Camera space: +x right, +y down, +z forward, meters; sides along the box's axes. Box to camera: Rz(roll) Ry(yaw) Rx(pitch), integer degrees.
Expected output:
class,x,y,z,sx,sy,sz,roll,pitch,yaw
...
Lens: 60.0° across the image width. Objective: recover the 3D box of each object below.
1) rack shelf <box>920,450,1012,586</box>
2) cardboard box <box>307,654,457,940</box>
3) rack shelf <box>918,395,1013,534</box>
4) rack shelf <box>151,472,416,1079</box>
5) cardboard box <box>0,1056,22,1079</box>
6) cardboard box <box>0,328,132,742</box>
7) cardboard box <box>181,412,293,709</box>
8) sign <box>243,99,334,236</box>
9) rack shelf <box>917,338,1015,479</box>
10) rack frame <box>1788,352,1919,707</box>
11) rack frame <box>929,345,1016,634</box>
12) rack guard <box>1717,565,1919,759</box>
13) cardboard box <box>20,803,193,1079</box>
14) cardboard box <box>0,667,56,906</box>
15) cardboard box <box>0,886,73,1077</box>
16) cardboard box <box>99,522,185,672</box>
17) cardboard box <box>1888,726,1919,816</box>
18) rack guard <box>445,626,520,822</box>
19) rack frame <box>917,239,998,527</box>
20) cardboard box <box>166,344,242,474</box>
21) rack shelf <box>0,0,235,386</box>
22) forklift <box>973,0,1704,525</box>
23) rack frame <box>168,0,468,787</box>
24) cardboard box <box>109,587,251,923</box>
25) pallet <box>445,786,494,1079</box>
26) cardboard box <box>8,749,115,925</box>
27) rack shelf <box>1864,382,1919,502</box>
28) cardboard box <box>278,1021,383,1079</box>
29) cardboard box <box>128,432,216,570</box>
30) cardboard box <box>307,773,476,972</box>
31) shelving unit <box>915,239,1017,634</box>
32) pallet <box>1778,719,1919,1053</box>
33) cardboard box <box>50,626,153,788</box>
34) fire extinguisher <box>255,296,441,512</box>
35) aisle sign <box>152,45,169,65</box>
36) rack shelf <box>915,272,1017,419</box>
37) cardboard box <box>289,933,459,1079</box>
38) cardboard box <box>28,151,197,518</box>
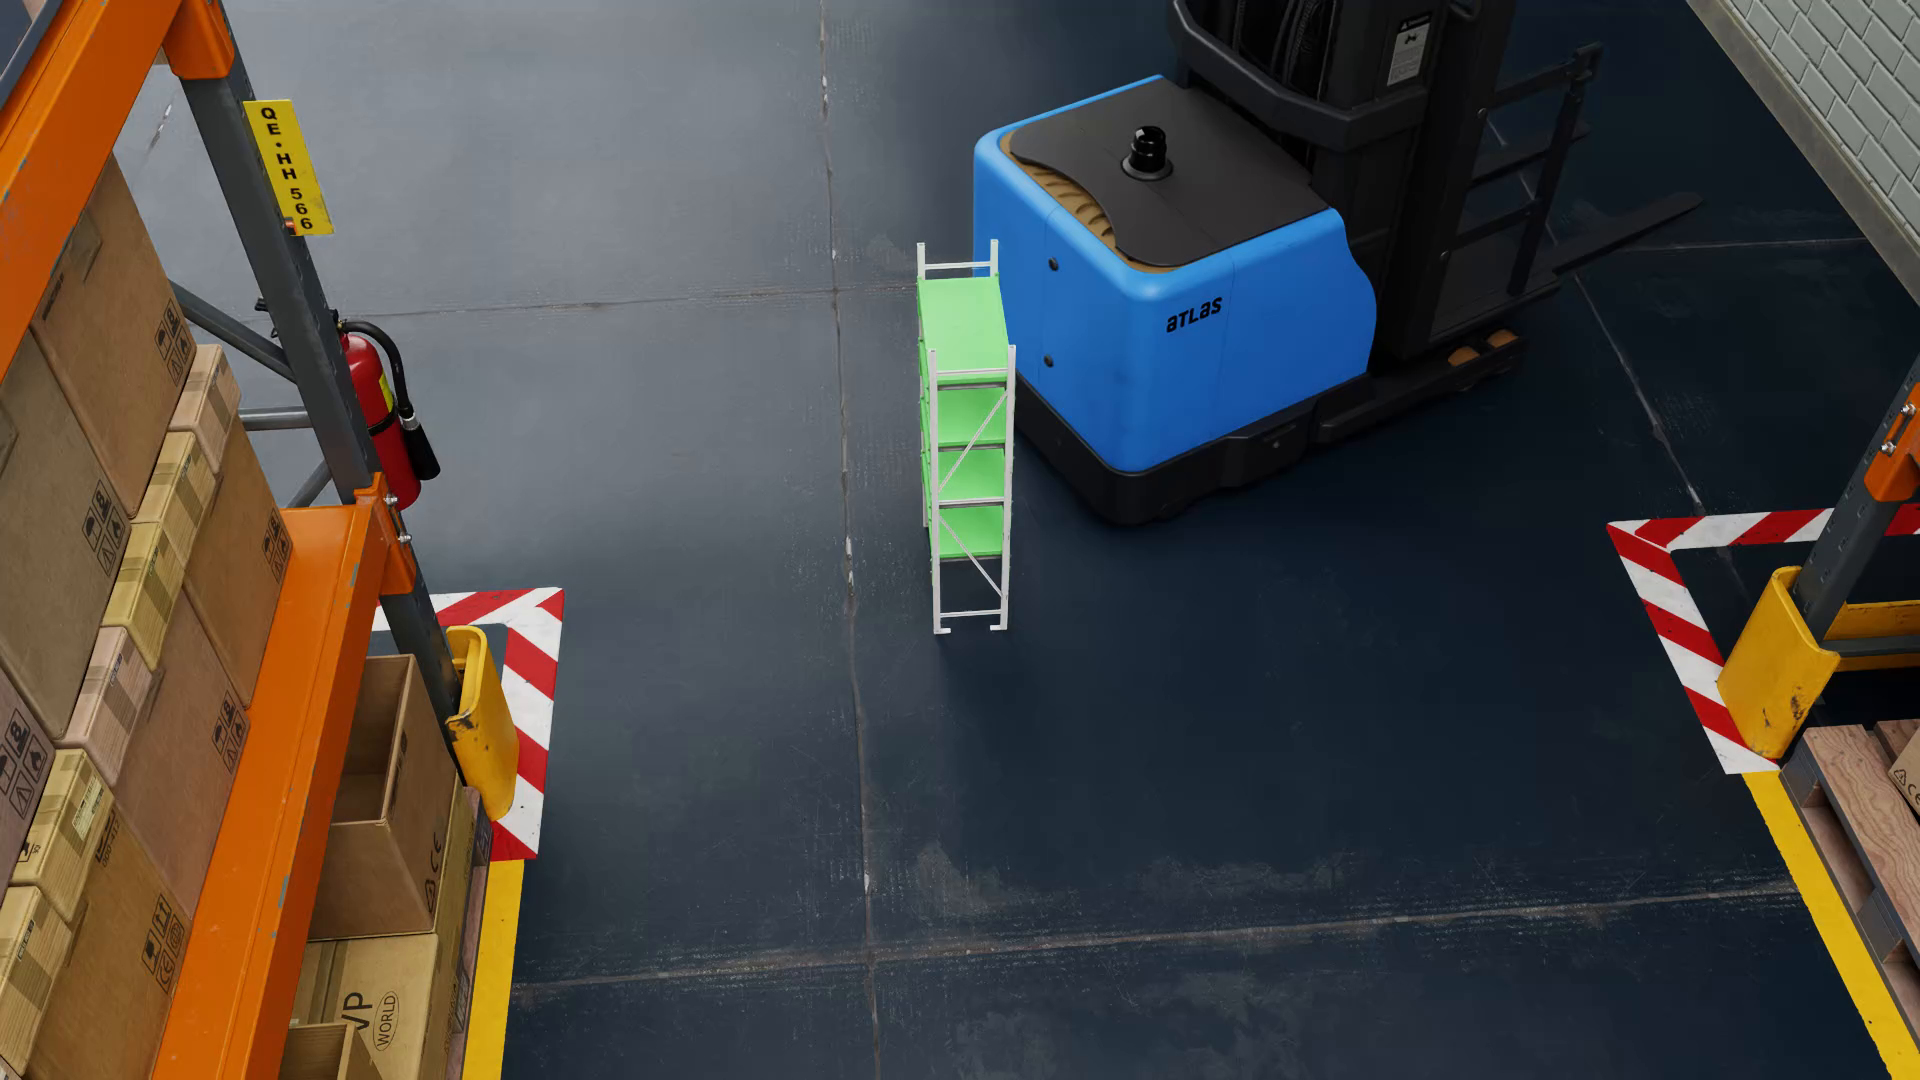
class,x,y,z,sx,sy,sz,roll,pitch,yaw
rack shelf,0.014,-0.084,5.422,0.258,0.148,0.480,-3,47,-3
cardboard box,-1.594,0.648,4.158,0.500,0.500,0.500,-3,47,-3
rack shelf,0.014,-0.249,5.247,0.258,0.148,0.480,-3,47,-3
rack shelf,-1.768,1.429,2.826,1.077,0.370,4.000,-3,47,-3
cardboard box,-1.581,0.864,2.350,0.380,0.149,0.250,-4,47,-4
cardboard box,-1.855,0.011,2.711,0.700,0.500,0.500,-5,47,-4
cardboard box,-1.909,0.039,3.578,0.700,0.500,0.500,-3,47,-3
sign,-1.393,-0.768,3.451,0.100,0.325,0.005,-3,47,-3
rack shelf,0.014,-0.414,5.073,0.258,0.148,0.480,-3,47,-3
rack frame,3.001,-0.569,4.223,1.000,3.000,0.127,-3,47,-3
rack frame,0.034,-0.116,5.034,0.240,1.200,0.015,-3,47,-3
rack guard,3.007,0.345,5.078,1.175,0.500,0.348,-3,47,-3
cardboard box,-1.824,0.778,2.878,0.700,0.500,0.500,-3,47,-3
cardboard box,-1.812,0.376,2.366,0.700,0.500,0.500,-3,47,-3
cardboard box,-1.603,0.679,2.525,0.380,0.149,0.250,-2,47,-2
cardboard box,-1.668,0.116,3.058,0.380,0.149,0.250,-4,47,-4
cardboard box,2.969,0.710,4.560,0.500,0.311,0.500,-8,47,-8
rack guard,-1.937,0.577,4.859,1.175,0.500,0.348,-3,47,-3
rack frame,-0.007,-0.469,5.368,0.240,1.200,0.015,-3,47,-3
cardboard box,-1.713,-0.258,3.413,0.380,0.149,0.250,-4,47,-4
rack shelf,-1.768,0.398,1.737,1.077,0.370,4.000,-3,47,-3
forklift,1.557,-1.875,5.507,3.031,2.935,1.130,-24,51,-21
rack frame,-1.935,-0.265,3.935,1.000,3.000,0.127,-3,47,-3
cardboard box,-1.860,0.419,3.219,0.700,0.500,0.500,-2,47,-2
pallet,-1.829,1.244,4.426,1.003,0.211,1.213,-3,47,-3
cardboard box,-1.627,0.489,2.706,0.380,0.149,0.250,-2,47,-2
rack shelf,3.168,1.125,3.114,1.077,0.370,4.000,-3,47,-3
cardboard box,-1.495,1.371,3.474,0.500,0.500,0.500,-3,47,-3
cardboard box,-1.690,-0.069,3.233,0.380,0.149,0.250,-2,47,-2
cardboard box,-1.596,0.906,4.431,0.500,0.250,0.500,-3,47,-3
shelving unit,0.014,-0.293,5.201,0.258,1.200,0.503,-3,47,-3
pallet,3.040,1.035,4.625,1.003,0.211,1.213,-3,47,-3
cardboard box,-1.650,0.299,2.886,0.380,0.149,0.250,-3,47,-3
fire extinguisher,-1.482,-0.352,4.071,0.296,0.674,0.183,-3,47,-3
aisle sign,-1.648,-1.225,3.053,0.394,0.787,0.004,-3,47,-3
rack shelf,0.014,-0.579,4.899,0.258,0.148,0.480,-3,47,-3
cardboard box,-1.542,1.267,4.089,0.500,0.250,0.500,-3,47,-3
cardboard box,-1.904,-0.369,3.071,0.700,0.500,0.500,-3,47,-3
